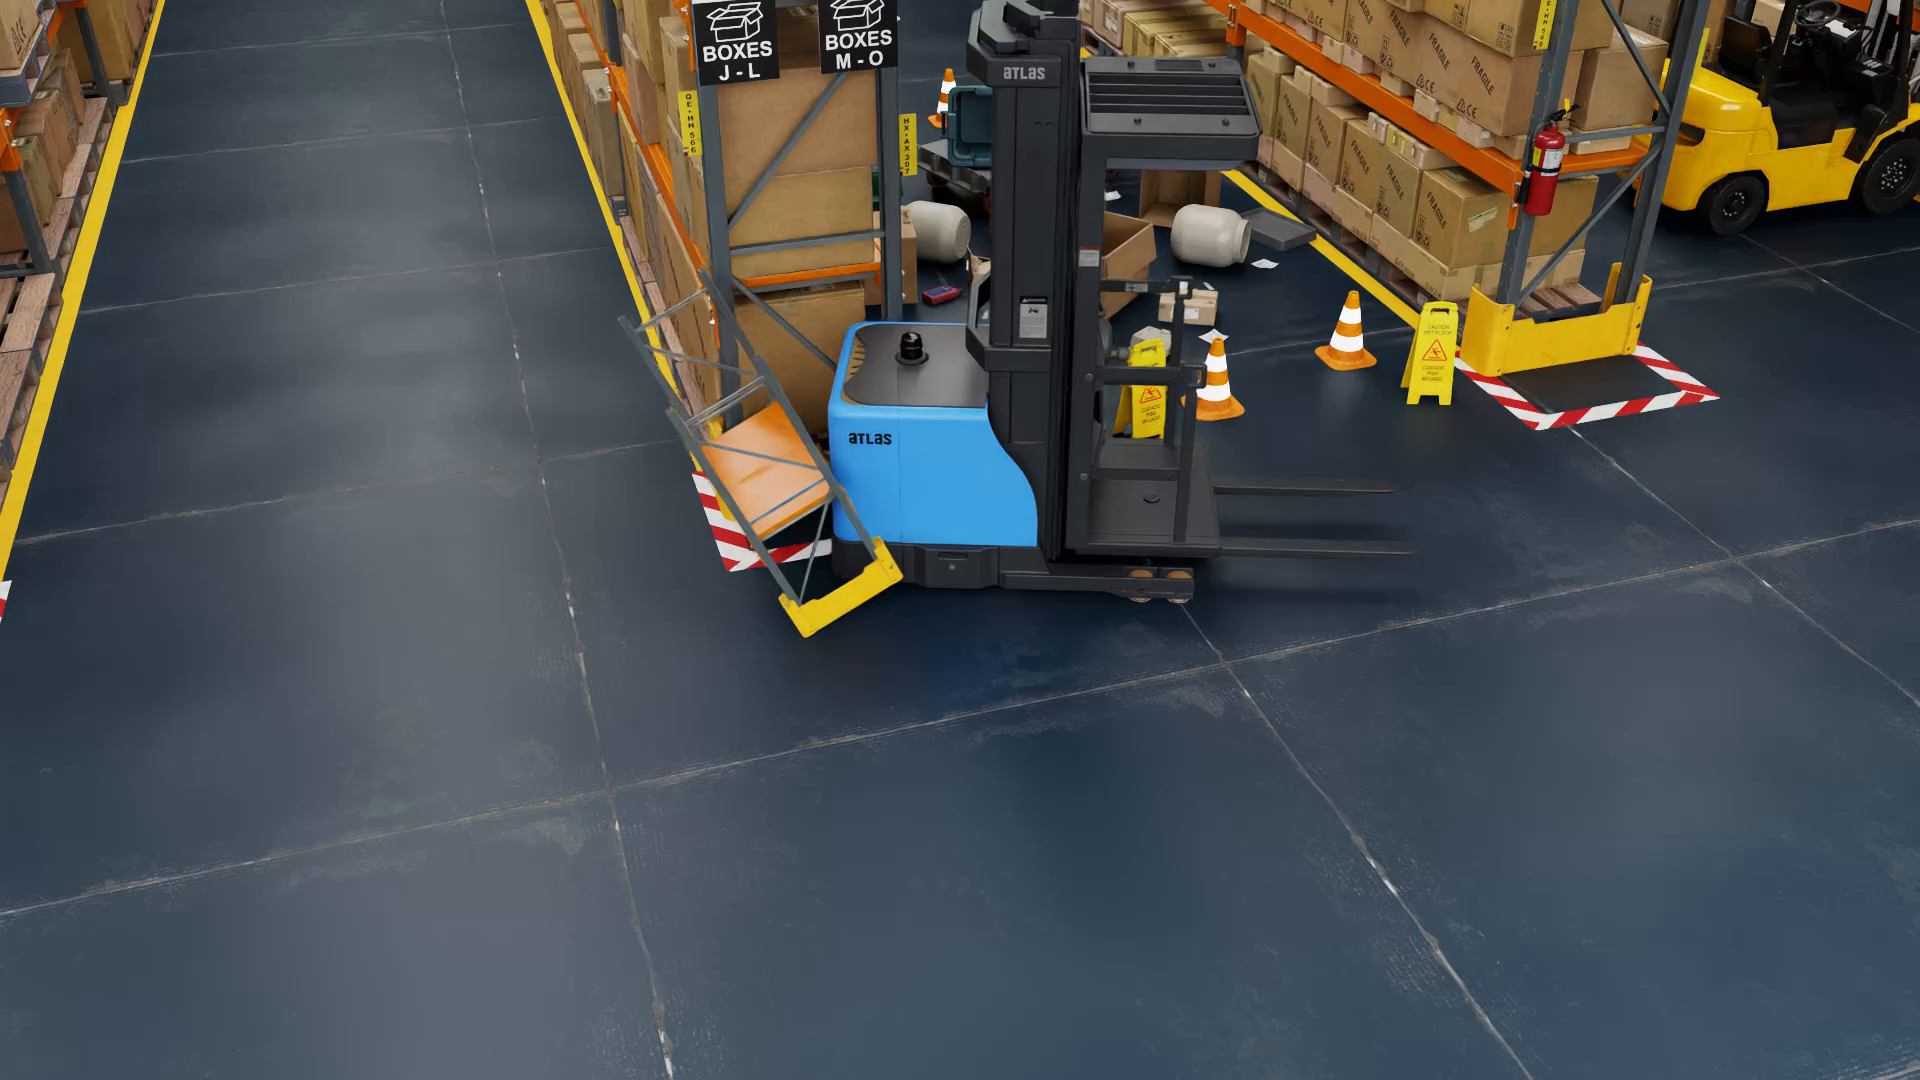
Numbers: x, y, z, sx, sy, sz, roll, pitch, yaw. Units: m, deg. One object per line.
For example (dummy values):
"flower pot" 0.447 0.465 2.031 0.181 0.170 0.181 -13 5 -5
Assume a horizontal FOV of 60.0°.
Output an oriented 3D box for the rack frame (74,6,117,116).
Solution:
"rack frame" -7.997 -4.970 13.870 1.000 3.000 0.127 -10 35 -15

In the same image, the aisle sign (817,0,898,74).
"aisle sign" -0.495 -2.649 7.999 0.394 0.787 0.004 -10 35 -15

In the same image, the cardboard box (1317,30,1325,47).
"cardboard box" 2.841 -3.684 12.151 0.380 0.149 0.250 -10 35 -15

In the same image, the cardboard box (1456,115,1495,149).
"cardboard box" 3.380 -2.606 10.521 0.380 0.149 0.250 -10 35 -15

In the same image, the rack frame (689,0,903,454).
"rack frame" -0.803 -1.551 8.696 1.000 3.000 0.127 -10 35 -15

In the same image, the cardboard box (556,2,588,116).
"cardboard box" -2.873 -4.194 14.356 1.050 0.750 0.750 -9 35 -14

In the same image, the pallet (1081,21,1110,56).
"pallet" 1.677 -5.063 16.539 1.003 0.211 1.213 -10 35 -15

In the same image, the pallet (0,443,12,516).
"pallet" -5.795 -0.079 8.997 1.003 0.211 1.213 -10 35 -15

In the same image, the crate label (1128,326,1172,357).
"crate label" 1.269 -1.288 10.894 0.298 0.136 0.250 27 42 34

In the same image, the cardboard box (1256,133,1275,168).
"cardboard box" 2.583 -3.209 13.319 0.500 0.250 0.500 -12 35 -17

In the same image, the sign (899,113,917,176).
"sign" -0.272 -2.035 8.572 0.100 0.325 0.005 -10 35 -15

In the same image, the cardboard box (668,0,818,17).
"cardboard box" -1.176 -2.855 9.554 0.875 0.550 0.550 -10 35 -15

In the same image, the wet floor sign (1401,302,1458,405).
"wet floor sign" 2.919 -1.174 10.261 0.267 0.644 0.232 1 33 2

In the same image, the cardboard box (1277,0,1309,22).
"cardboard box" 2.704 -4.165 12.291 0.500 0.500 0.500 -10 35 -15

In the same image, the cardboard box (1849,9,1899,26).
"cardboard box" 7.890 -4.329 14.106 0.500 0.250 0.500 -11 35 -15

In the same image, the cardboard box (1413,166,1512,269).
"cardboard box" 3.388 -2.154 11.041 0.500 0.500 0.500 -10 35 -14

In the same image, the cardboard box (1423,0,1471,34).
"cardboard box" 3.370 -3.518 10.405 0.700 0.500 0.500 -10 35 -14

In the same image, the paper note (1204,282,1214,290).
"paper note" 1.762 -1.799 11.783 0.032 0.001 0.123 -10 35 -15

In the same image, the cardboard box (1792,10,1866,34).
"cardboard box" 7.381 -4.241 13.974 0.500 0.250 0.500 -10 35 -15

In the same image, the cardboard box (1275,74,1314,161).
"cardboard box" 2.758 -3.243 12.689 0.500 0.500 0.500 -9 34 -13

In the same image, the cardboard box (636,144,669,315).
"cardboard box" -1.619 -2.125 11.111 0.875 0.875 0.875 -10 35 -14

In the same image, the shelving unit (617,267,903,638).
"shelving unit" -1.008 -0.446 8.281 0.587 1.500 1.083 -32 39 -4

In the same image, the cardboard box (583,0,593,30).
"cardboard box" -2.591 -4.187 12.594 0.500 0.500 0.500 -10 35 -15

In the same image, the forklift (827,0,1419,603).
"forklift" 0.869 -1.199 8.225 3.031 2.935 1.130 2 33 2

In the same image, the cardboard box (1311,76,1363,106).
"cardboard box" 2.808 -3.307 12.197 0.380 0.149 0.250 -8 34 -12

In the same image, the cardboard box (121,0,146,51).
"cardboard box" -8.453 -5.094 15.604 1.225 0.875 0.875 -10 35 -15

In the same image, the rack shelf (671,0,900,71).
"rack shelf" -1.413 -3.552 9.656 1.077 0.370 4.000 -10 35 -15

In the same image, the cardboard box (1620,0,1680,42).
"cardboard box" 6.987 -5.238 16.049 0.875 0.625 0.625 -10 35 -15

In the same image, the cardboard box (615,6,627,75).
"cardboard box" -1.899 -3.522 11.542 0.875 0.550 0.550 -10 35 -15

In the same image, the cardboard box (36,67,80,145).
"cardboard box" -7.593 -3.473 13.473 0.700 0.500 0.500 -13 36 -19

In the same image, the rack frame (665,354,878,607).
"rack frame" -0.817 -0.182 7.879 0.500 1.500 0.032 -32 39 -4

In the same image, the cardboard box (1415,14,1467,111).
"cardboard box" 3.304 -3.104 10.686 0.500 0.500 0.500 -10 35 -15

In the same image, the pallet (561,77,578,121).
"pallet" -3.074 -4.161 15.175 1.003 0.211 1.213 -10 35 -15

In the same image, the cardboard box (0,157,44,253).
"cardboard box" -6.944 -2.337 11.753 0.700 0.500 0.500 -13 36 -18

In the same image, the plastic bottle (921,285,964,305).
"plastic bottle" -0.118 -1.719 11.616 0.283 0.061 0.133 -23 40 -31

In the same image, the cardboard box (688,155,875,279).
"cardboard box" -0.959 -1.801 8.938 0.875 0.550 0.550 -10 35 -15

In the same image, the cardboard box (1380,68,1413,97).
"cardboard box" 3.106 -3.152 11.346 0.380 0.149 0.250 -10 35 -15

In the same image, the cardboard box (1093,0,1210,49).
"cardboard box" 1.836 -5.031 15.965 0.950 0.372 0.625 -11 35 -16

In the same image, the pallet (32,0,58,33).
"pallet" -7.355 -3.858 12.360 1.003 0.211 1.213 -10 35 -15

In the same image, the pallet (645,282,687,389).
"pallet" -1.490 -1.433 11.047 1.003 0.211 1.213 -10 35 -15

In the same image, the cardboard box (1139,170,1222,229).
"cardboard box" 1.691 -2.703 12.705 0.500 0.500 0.500 13 36 18

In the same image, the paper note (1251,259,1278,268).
"paper note" 2.217 -2.010 12.083 0.142 0.019 0.148 -23 40 -31

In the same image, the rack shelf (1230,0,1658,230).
"rack shelf" 3.270 -3.186 11.823 1.077 0.370 4.000 -10 35 -15

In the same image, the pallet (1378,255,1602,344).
"pallet" 3.643 -1.745 11.519 1.003 0.211 1.213 -10 35 -15

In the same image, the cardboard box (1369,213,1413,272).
"cardboard box" 3.227 -2.117 11.665 0.500 0.250 0.500 -10 35 -15

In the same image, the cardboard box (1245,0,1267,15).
"cardboard box" 2.451 -4.212 12.951 0.380 0.149 0.250 -10 35 -15

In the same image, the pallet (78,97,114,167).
"pallet" -7.760 -3.396 14.017 1.003 0.211 1.213 -10 35 -15
